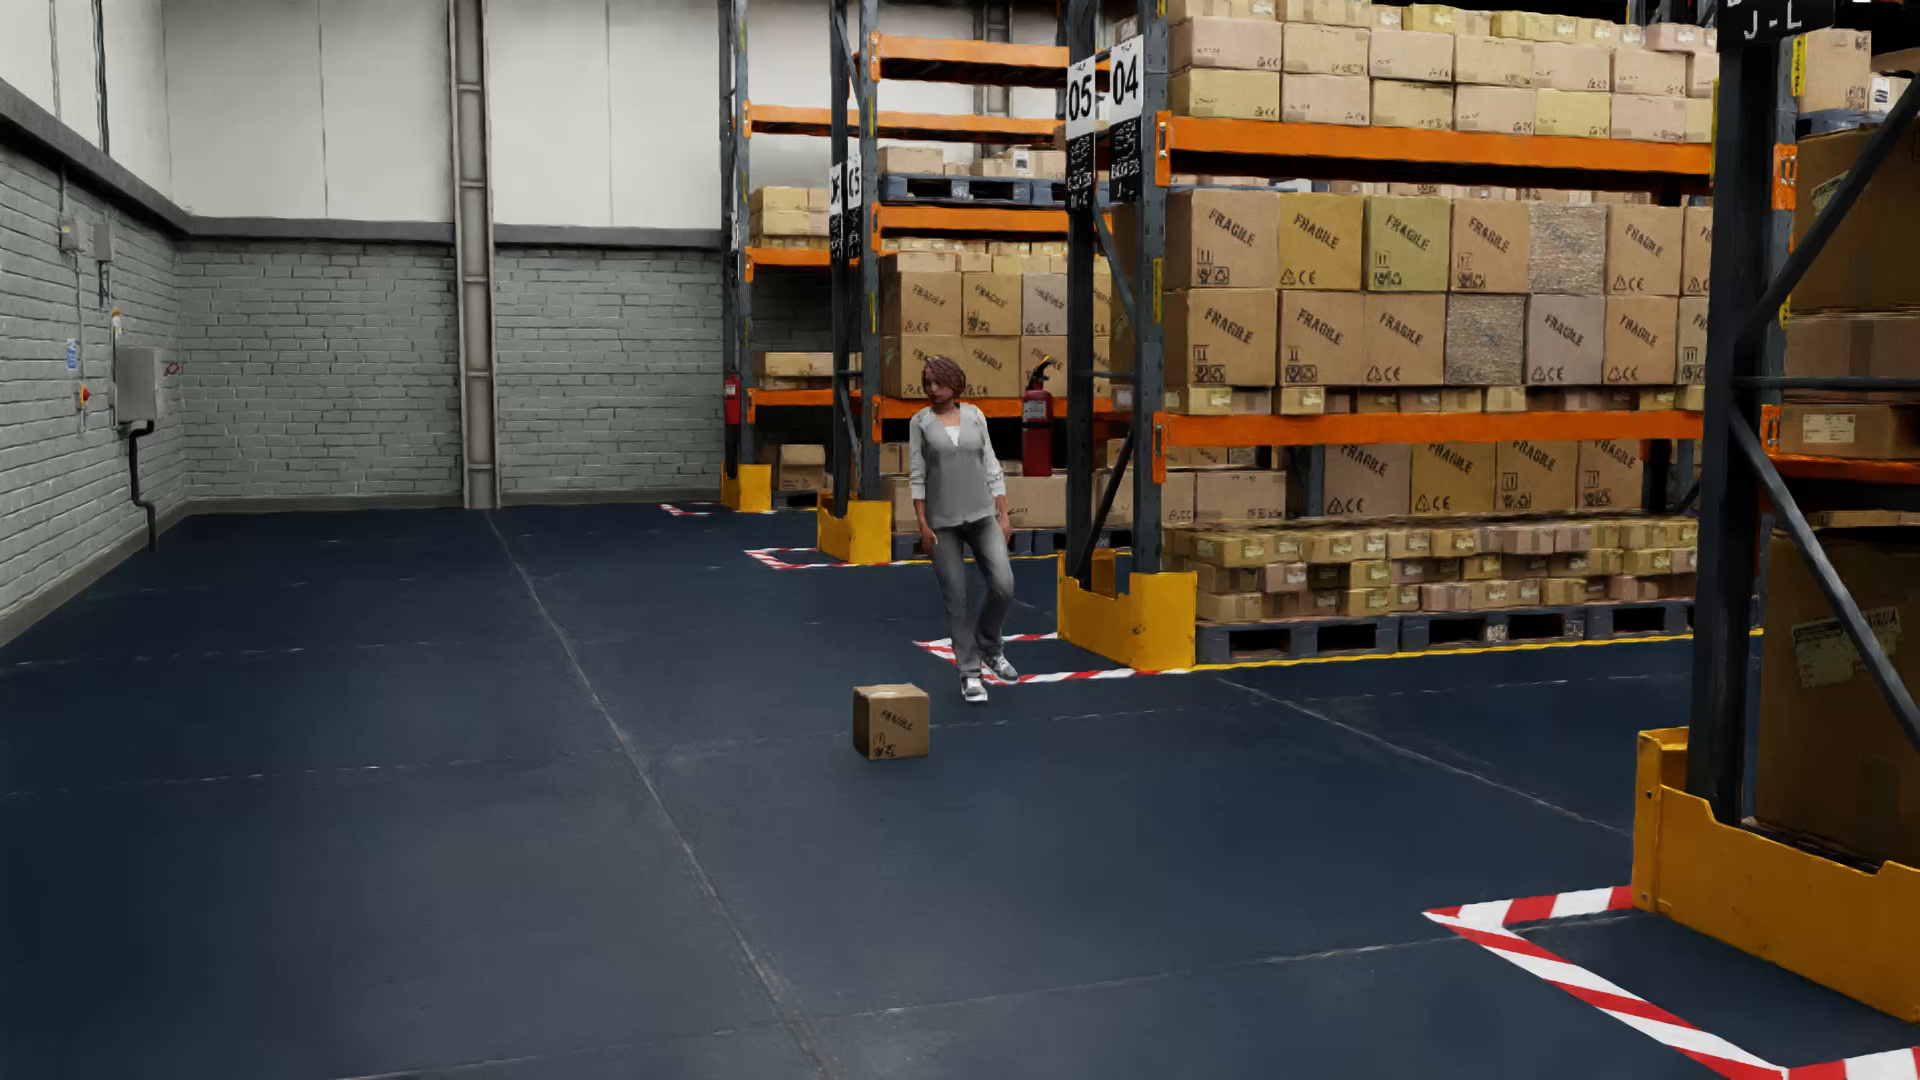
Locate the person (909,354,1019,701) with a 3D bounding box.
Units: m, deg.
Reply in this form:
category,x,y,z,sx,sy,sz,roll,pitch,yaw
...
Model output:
category,x,y,z,sx,sy,sz,roll,pitch,yaw
person,0.030,-0.059,7.699,0.528,1.591,0.396,-1,6,-11
